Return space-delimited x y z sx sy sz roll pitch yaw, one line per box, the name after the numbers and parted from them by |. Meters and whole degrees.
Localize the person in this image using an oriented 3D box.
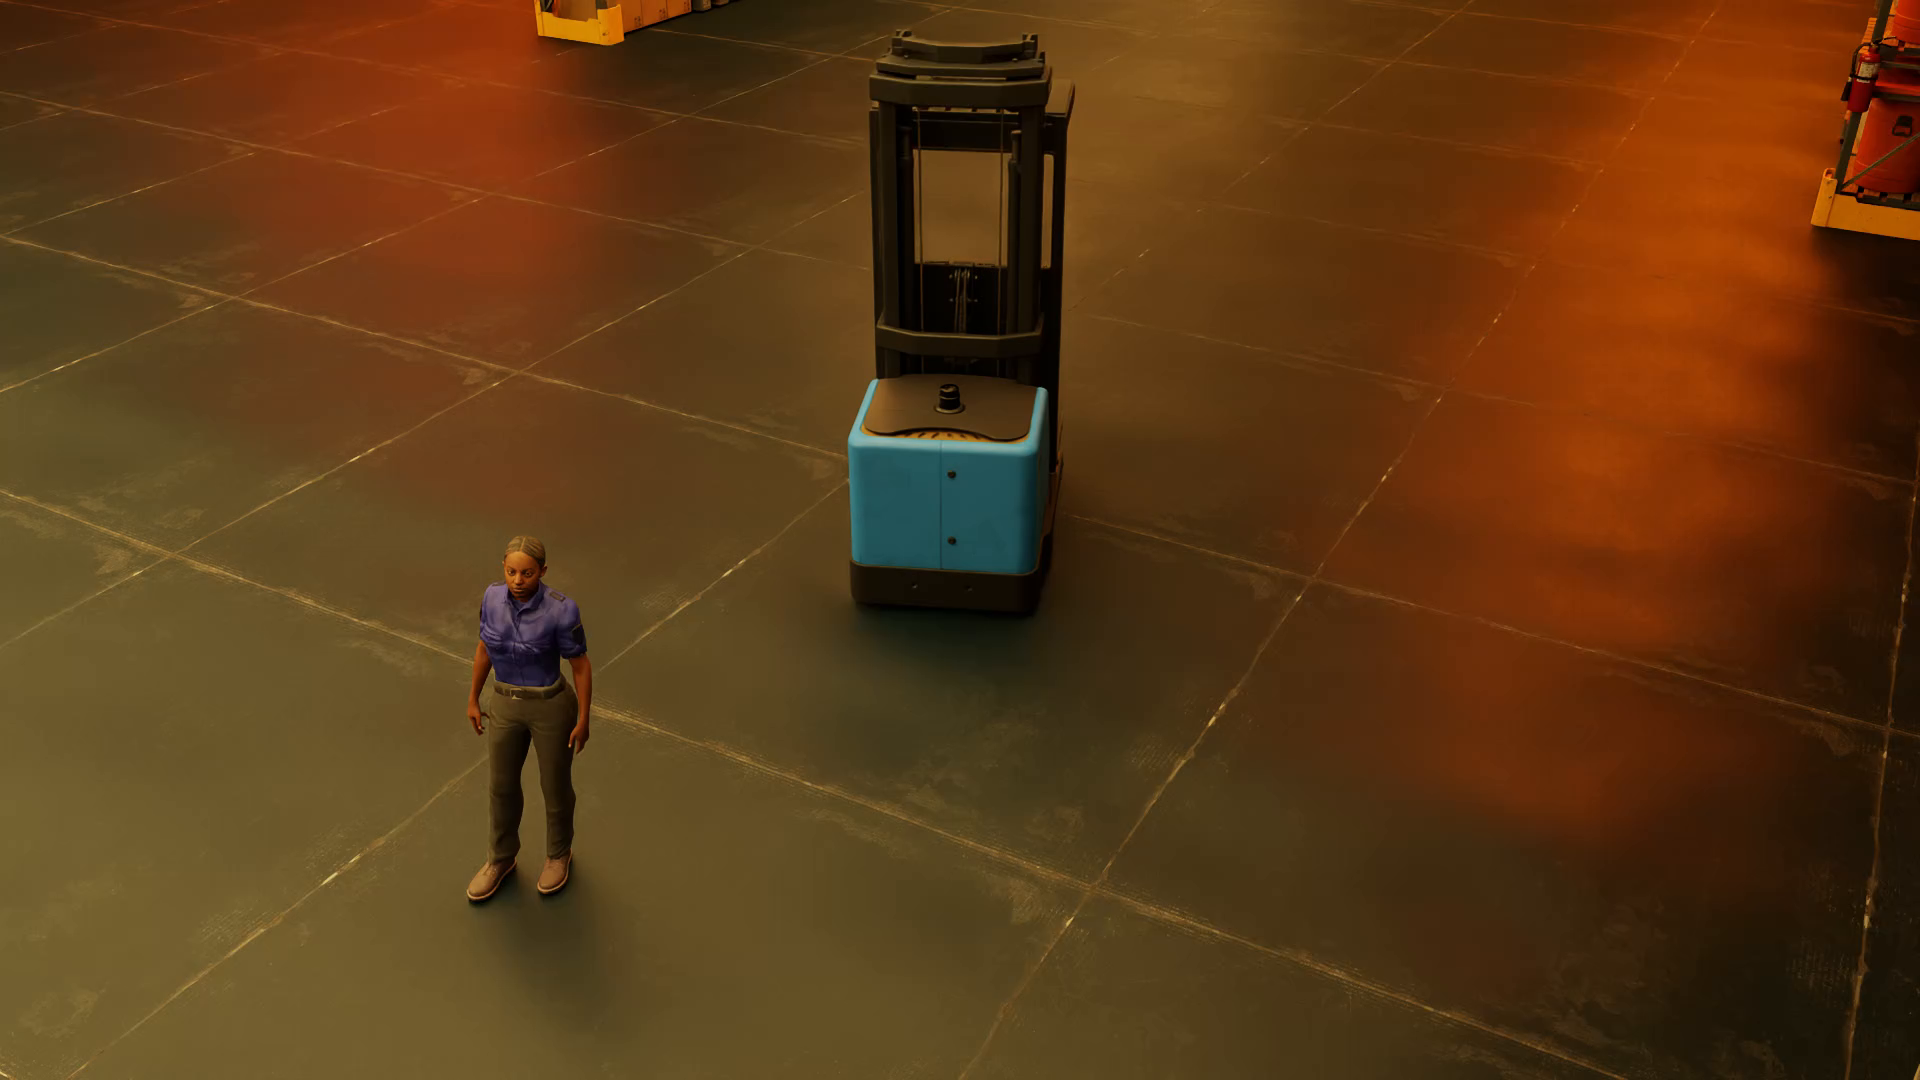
-1.843 0.773 7.007 0.569 1.642 0.503 6 31 10 | person

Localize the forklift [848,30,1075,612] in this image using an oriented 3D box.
0.075 -1.584 9.815 1.130 2.935 3.031 3 30 6 | forklift
